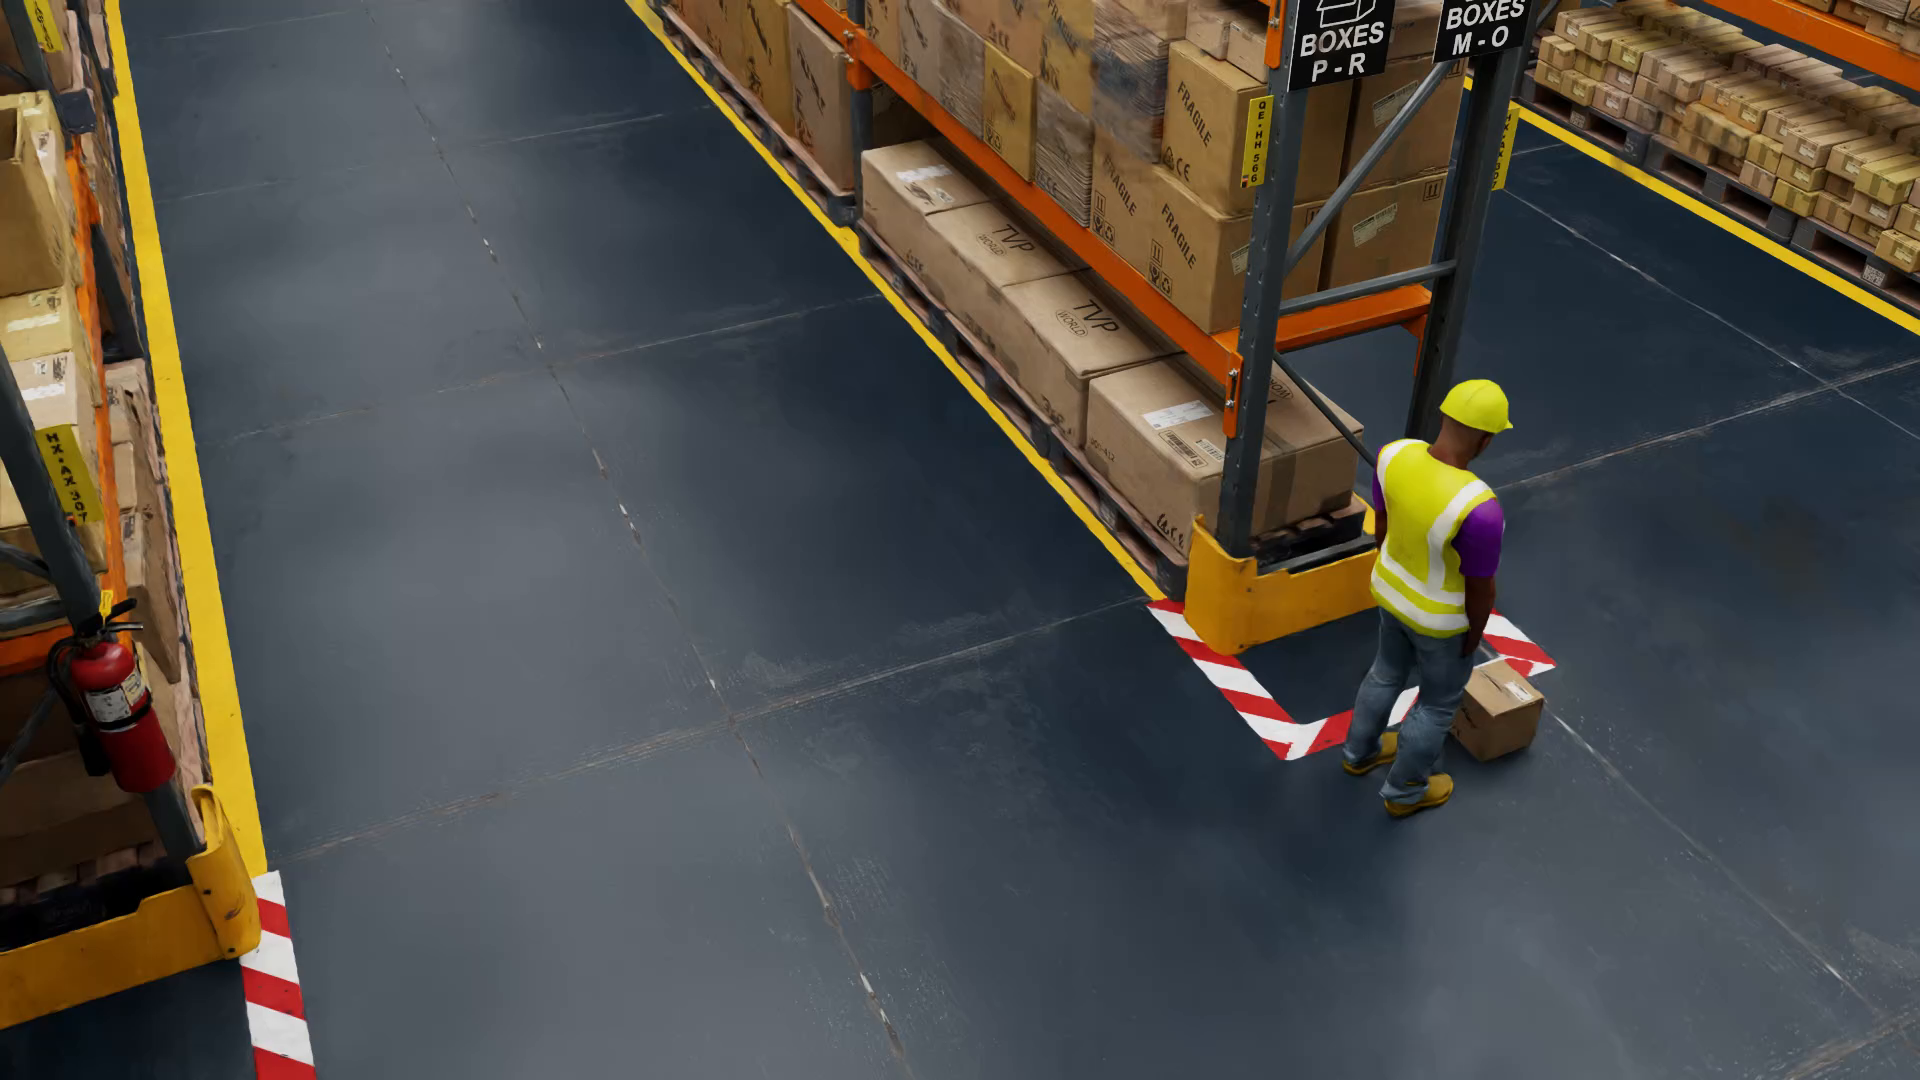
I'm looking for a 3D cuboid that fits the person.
[{"bbox_3d":[1.659,0.208,5.884,0.422,1.732,0.584,-18,41,-22],"label":"person"}]
